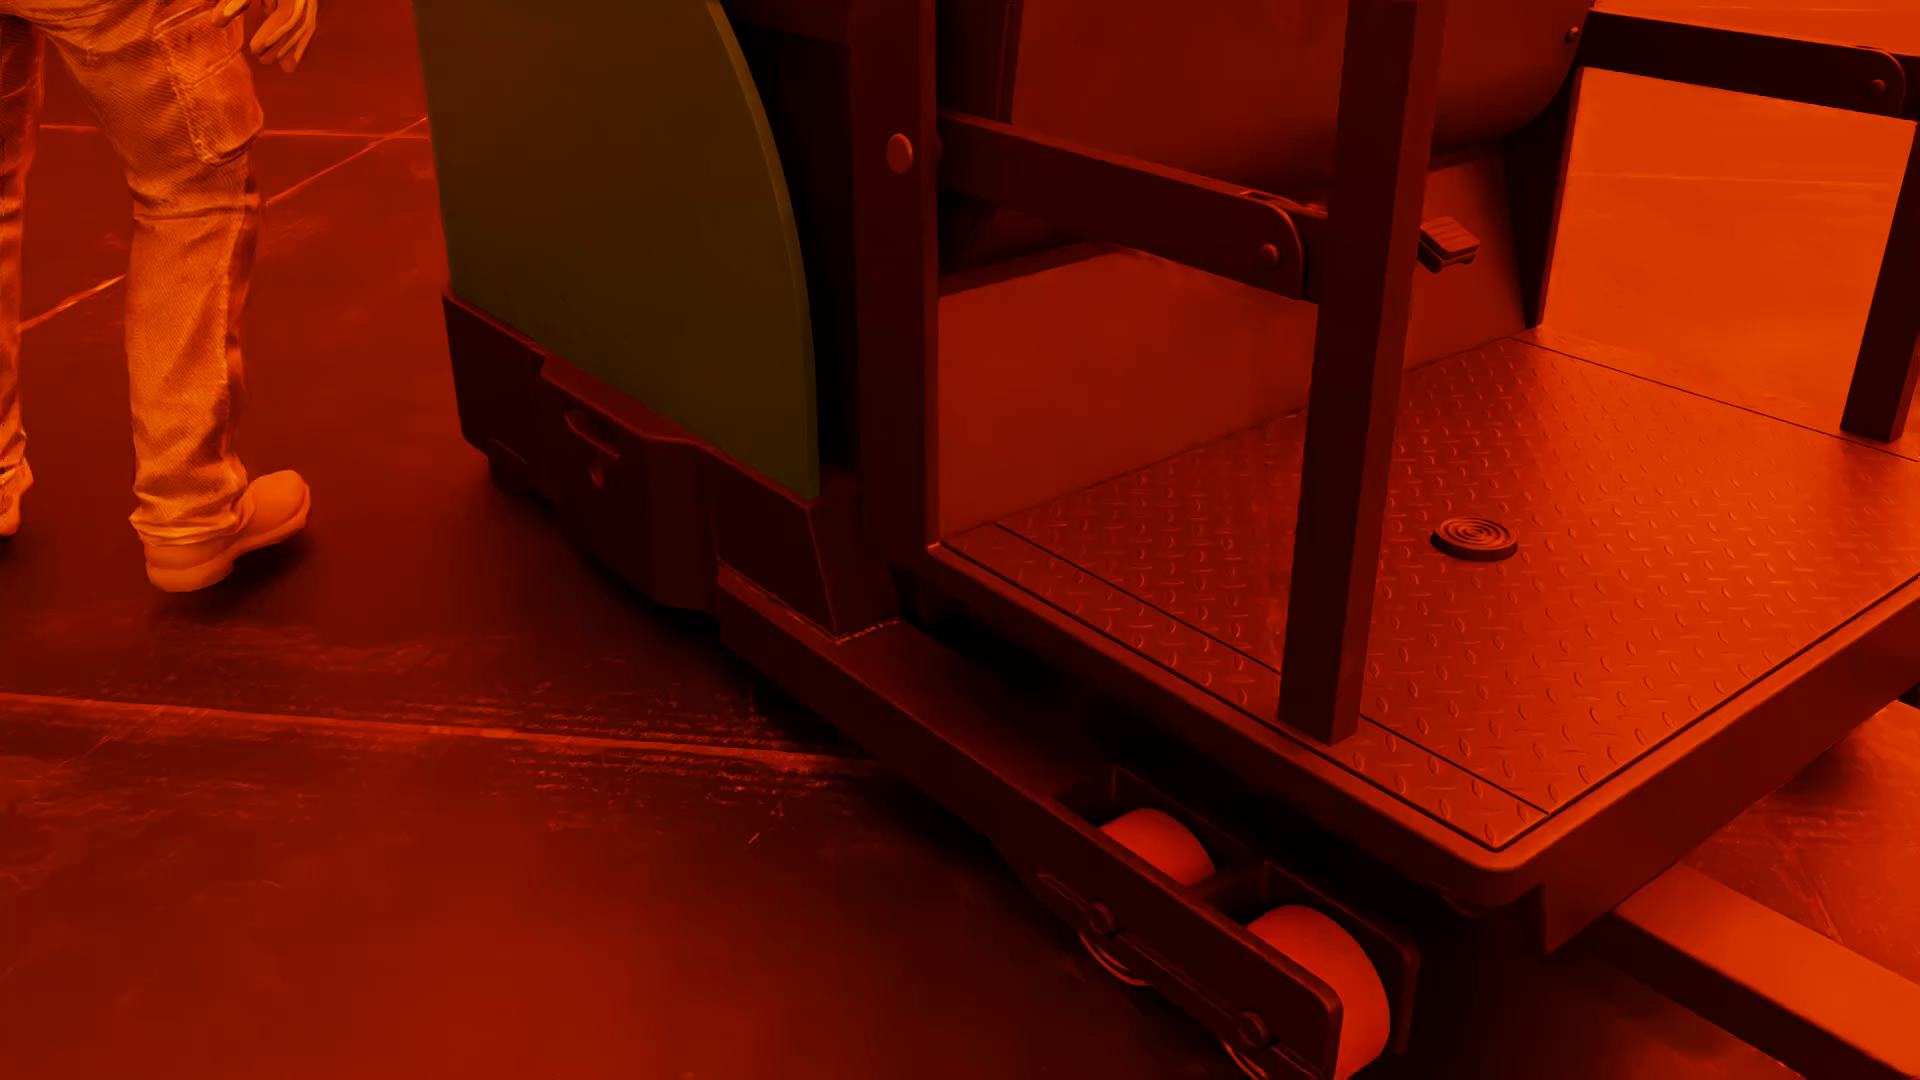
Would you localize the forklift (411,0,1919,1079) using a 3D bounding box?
[{"bbox_3d":[0.511,-1.065,1.351,1.130,2.935,3.031,-20,33,-34],"label":"forklift"}]

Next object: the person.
[{"bbox_3d":[-1.158,-0.799,2.053,0.851,1.751,0.424,4,27,8],"label":"person"}]
